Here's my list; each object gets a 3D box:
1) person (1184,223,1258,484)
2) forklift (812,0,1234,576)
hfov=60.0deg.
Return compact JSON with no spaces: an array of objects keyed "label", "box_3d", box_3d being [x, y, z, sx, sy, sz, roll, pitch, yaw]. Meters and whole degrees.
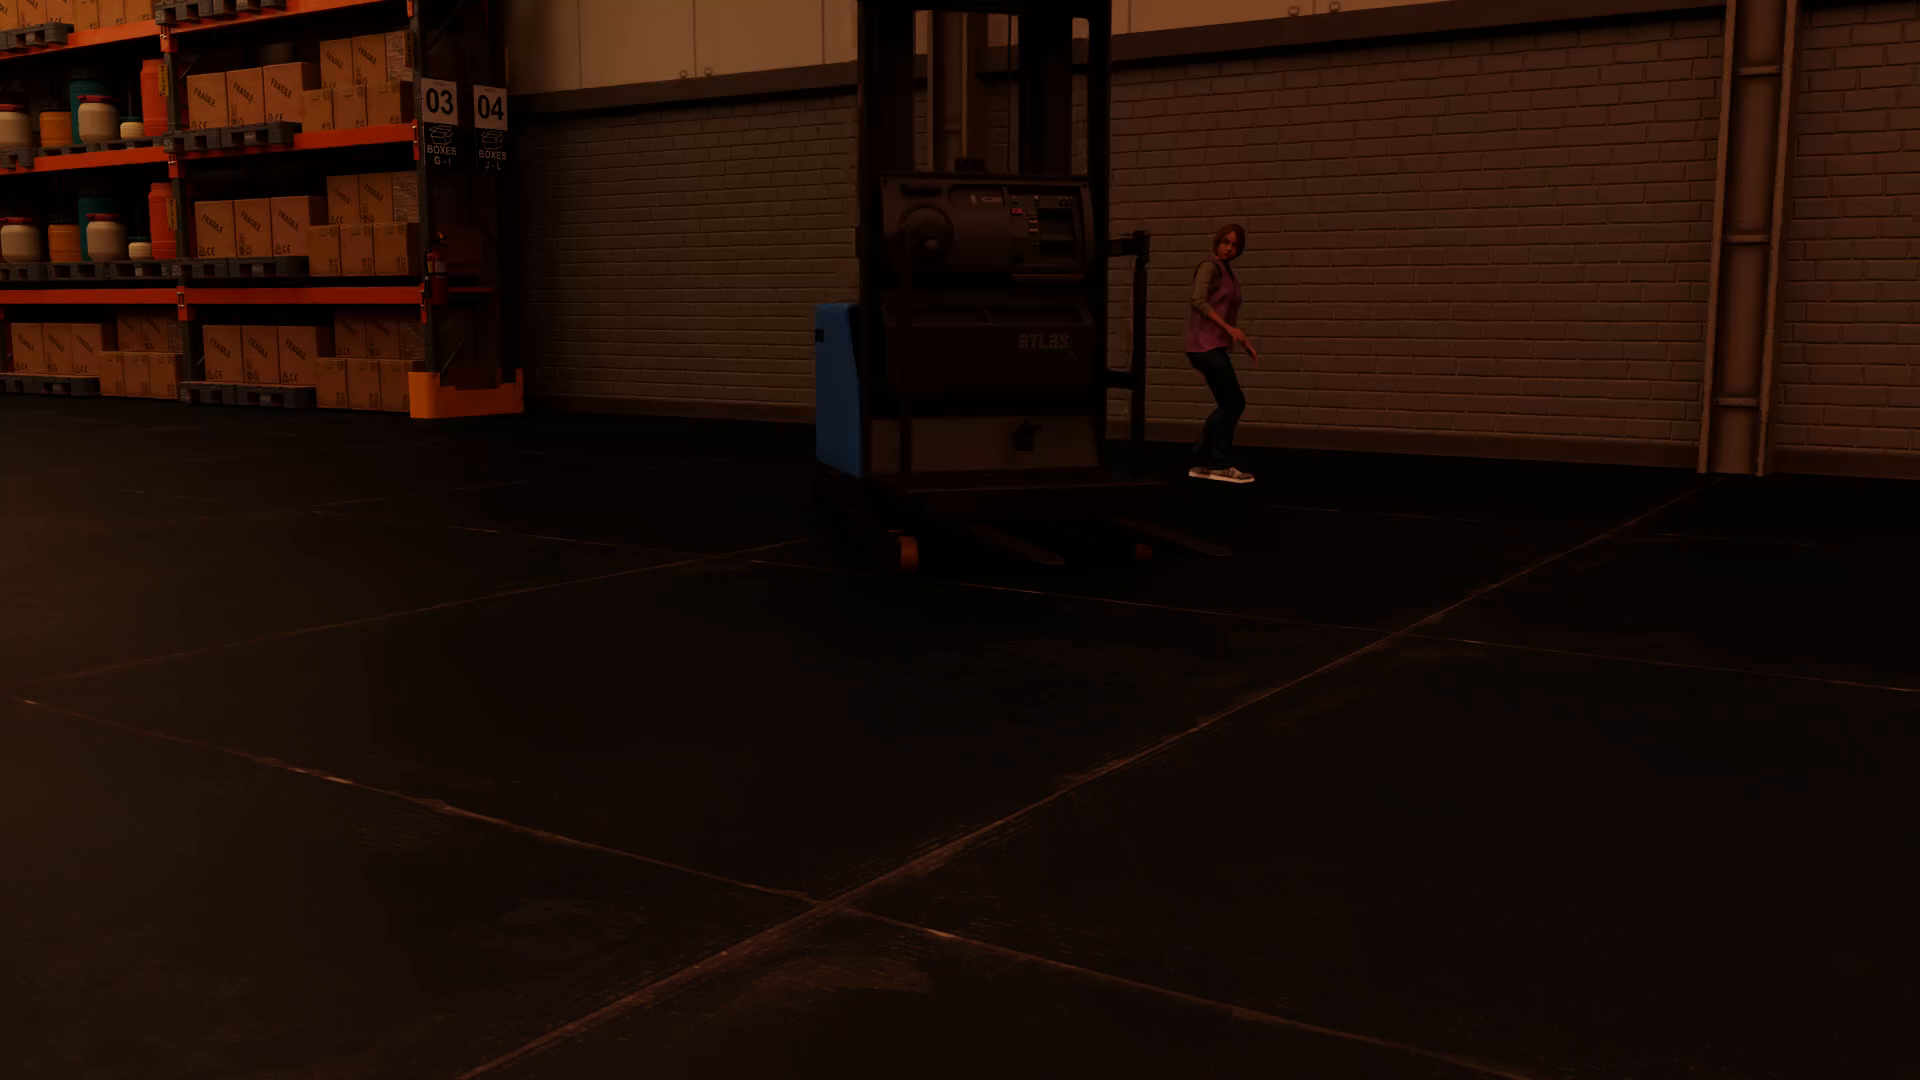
[{"label":"person","box_3d":[1.592,-1.125,10.059,0.449,1.557,0.632,3,9,18]},{"label":"forklift","box_3d":[0.181,-1.369,6.818,1.130,2.935,3.031,-2,8,-16]}]
